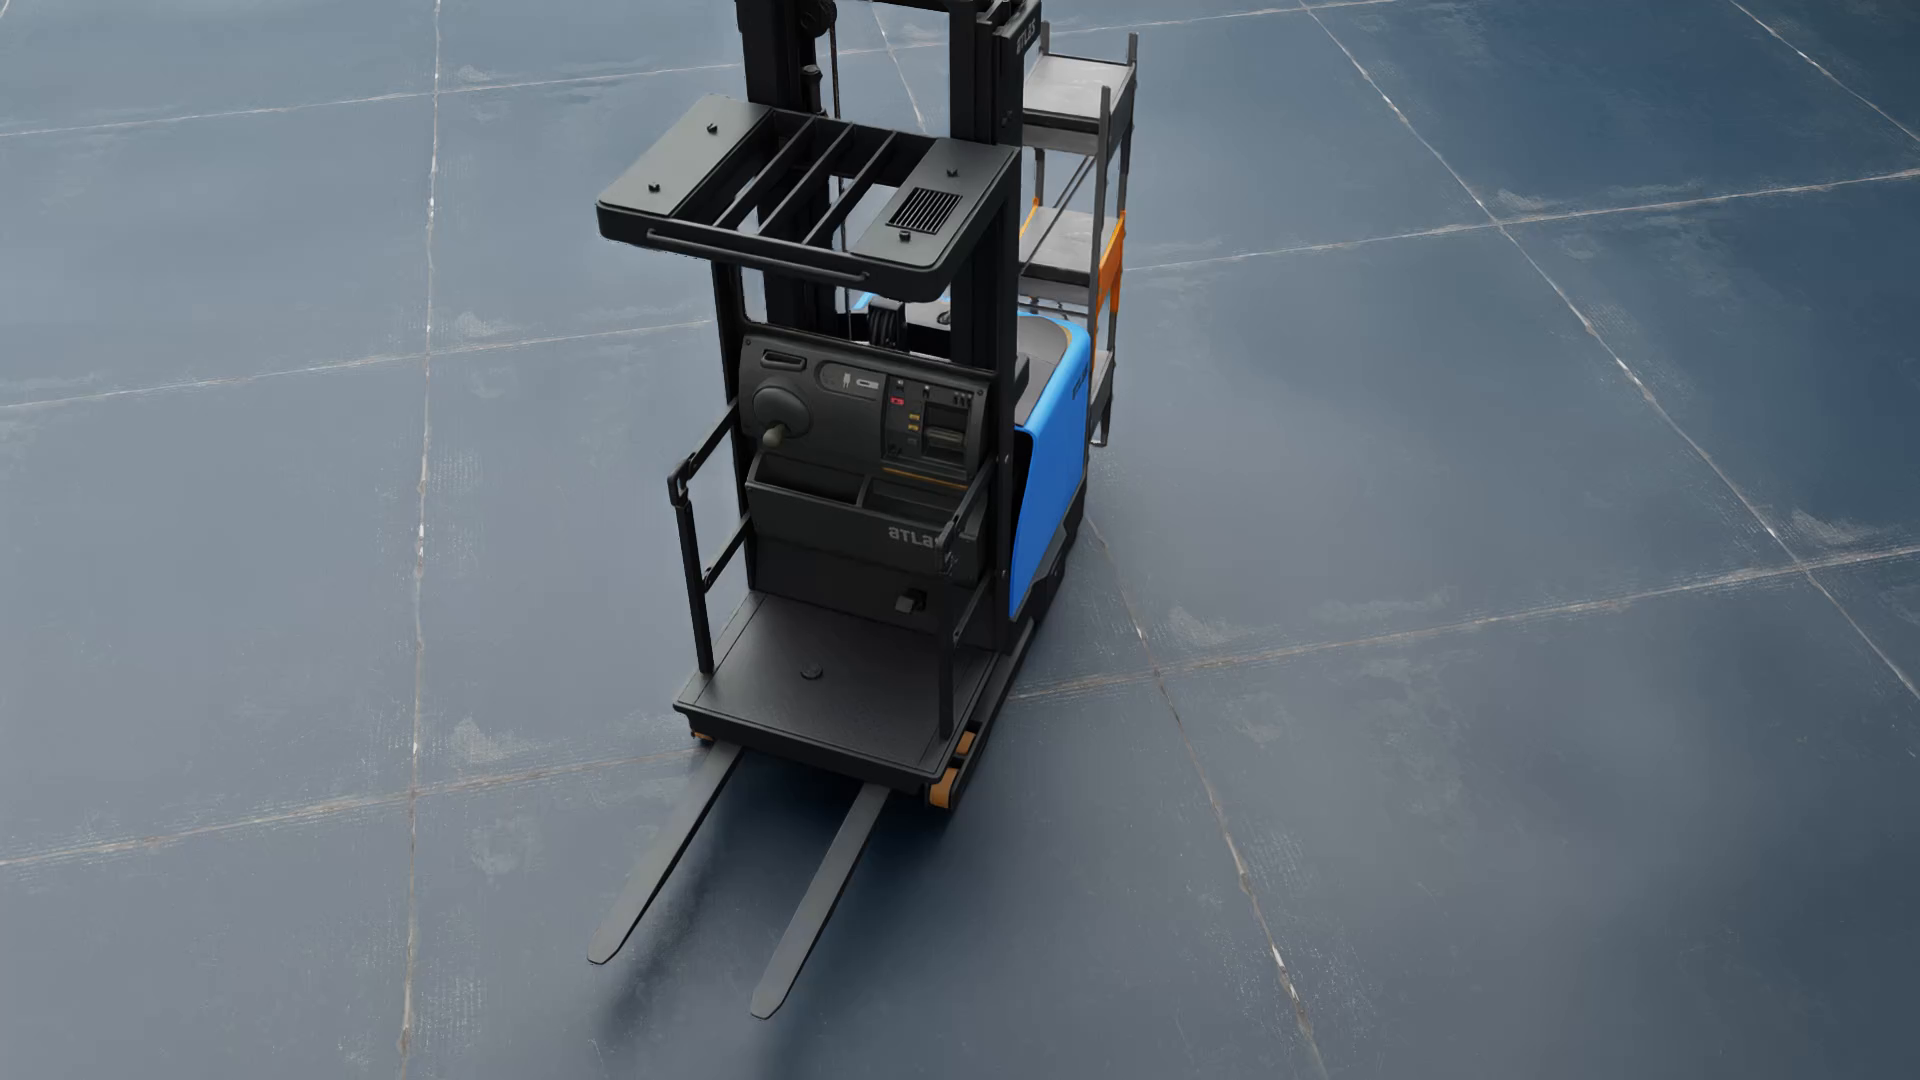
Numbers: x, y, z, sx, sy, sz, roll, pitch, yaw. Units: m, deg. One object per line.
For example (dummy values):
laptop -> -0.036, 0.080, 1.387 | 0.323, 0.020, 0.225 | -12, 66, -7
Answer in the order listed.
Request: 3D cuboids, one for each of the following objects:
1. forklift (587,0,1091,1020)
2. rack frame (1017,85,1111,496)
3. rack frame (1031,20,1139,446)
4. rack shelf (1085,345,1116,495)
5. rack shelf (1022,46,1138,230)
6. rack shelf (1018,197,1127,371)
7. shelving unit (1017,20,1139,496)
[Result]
forklift -> -0.424, -0.382, 5.755 | 1.130, 2.935, 3.031 | 14, 43, 15
rack frame -> 0.380, -0.971, 7.044 | 0.400, 2.100, 0.015 | 11, 43, 13
rack frame -> 0.522, -1.281, 7.393 | 0.400, 2.100, 0.015 | 11, 43, 13
rack shelf -> 0.451, -0.592, 7.692 | 0.431, 0.518, 0.480 | 11, 43, 13
rack shelf -> 0.451, -1.639, 6.763 | 0.431, 0.518, 0.480 | 11, 43, 13
rack shelf -> 0.451, -1.116, 7.228 | 0.431, 0.518, 0.480 | 11, 43, 13
shelving unit -> 0.451, -1.126, 7.219 | 0.431, 2.100, 0.503 | 11, 43, 13
